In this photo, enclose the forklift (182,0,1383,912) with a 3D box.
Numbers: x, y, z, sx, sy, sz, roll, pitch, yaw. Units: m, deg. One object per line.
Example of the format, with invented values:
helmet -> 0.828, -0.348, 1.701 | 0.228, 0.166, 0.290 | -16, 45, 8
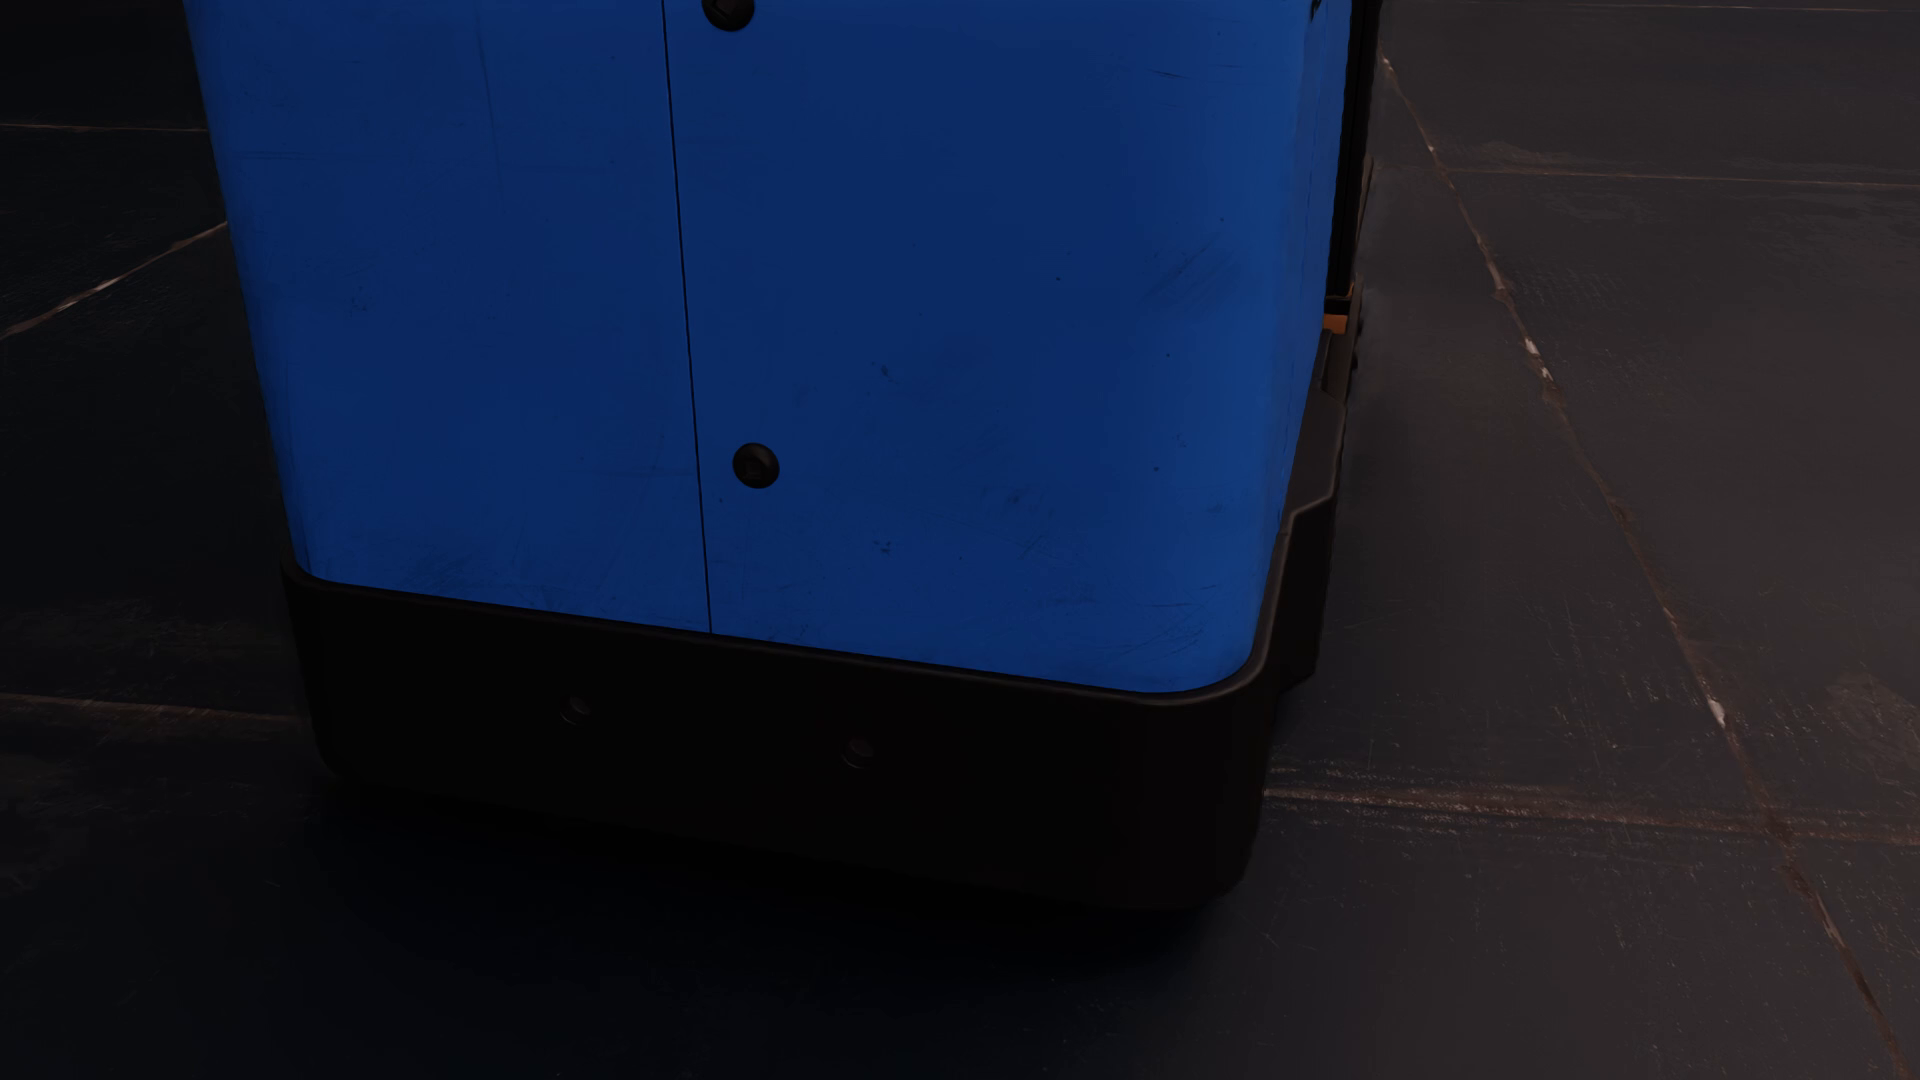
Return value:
forklift -> 0.144, -1.588, 2.400 | 1.130, 2.935, 3.031 | 7, 27, 13
